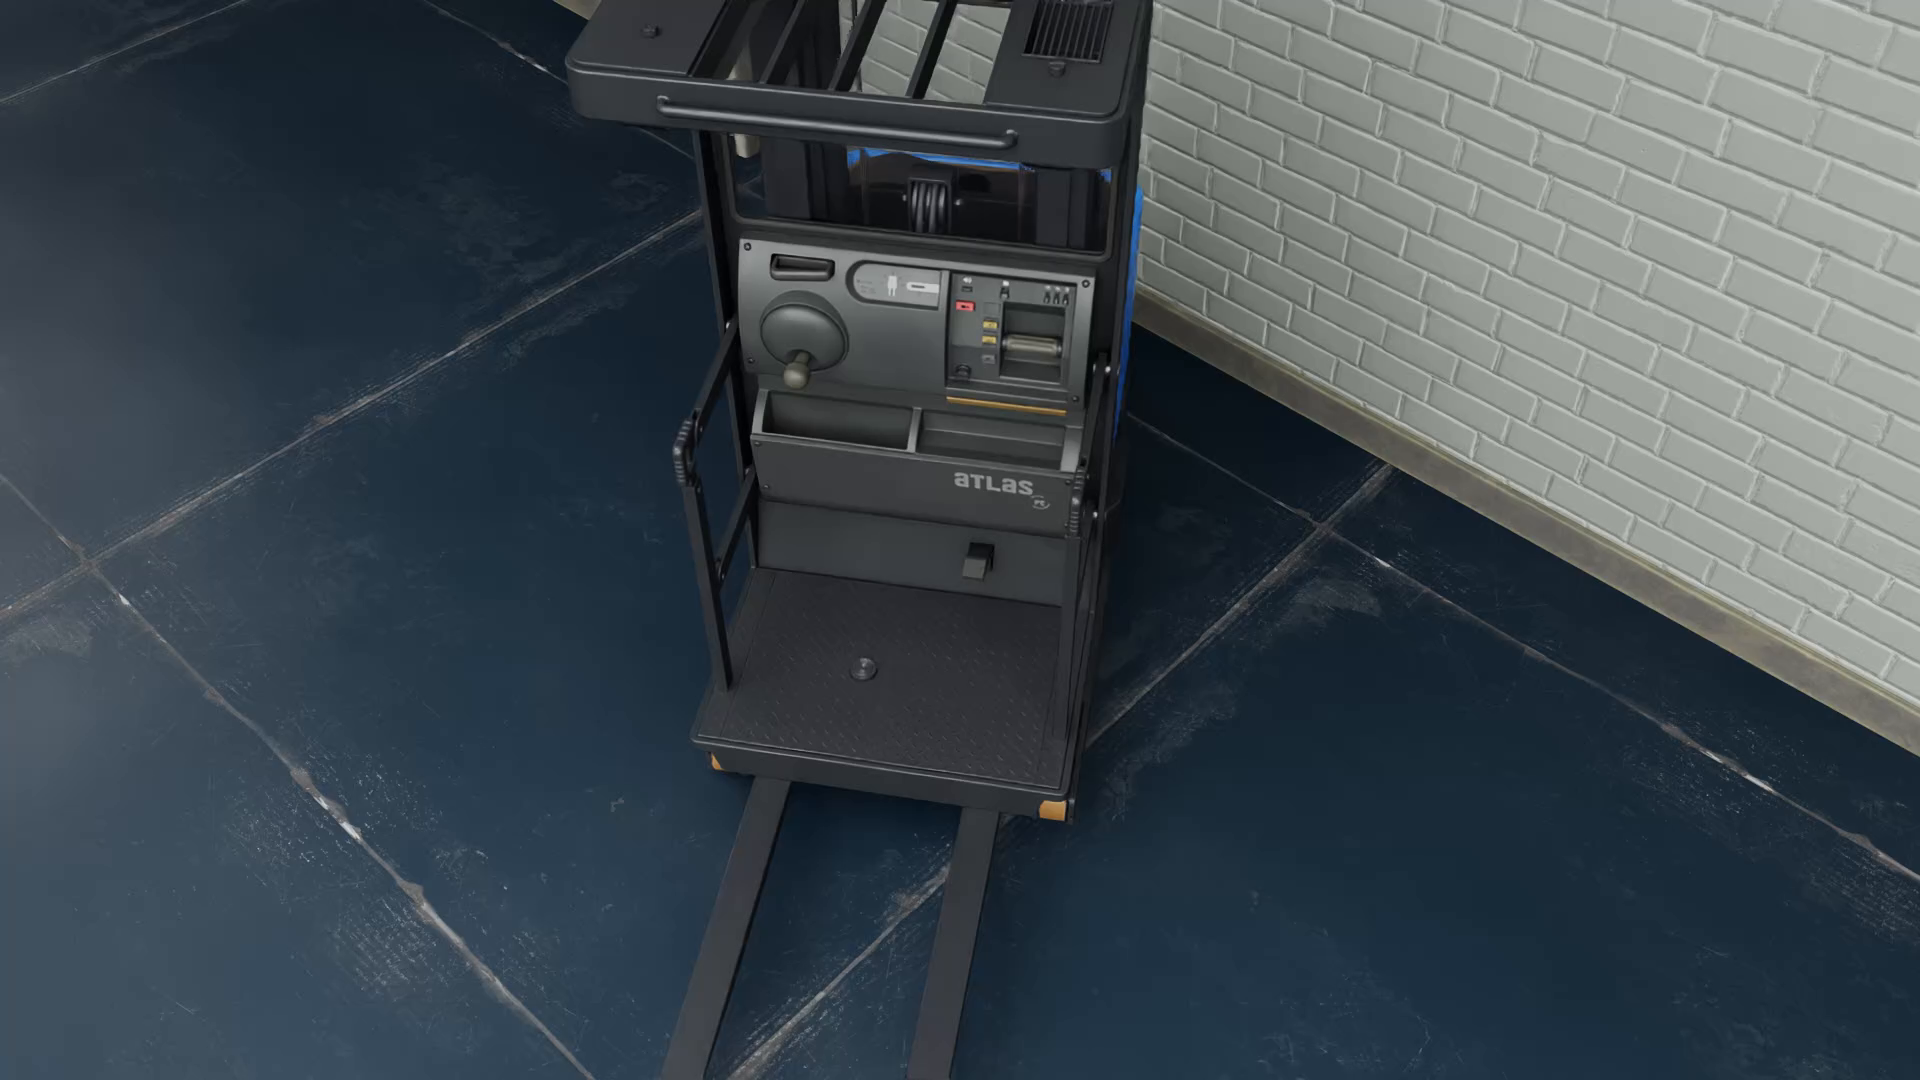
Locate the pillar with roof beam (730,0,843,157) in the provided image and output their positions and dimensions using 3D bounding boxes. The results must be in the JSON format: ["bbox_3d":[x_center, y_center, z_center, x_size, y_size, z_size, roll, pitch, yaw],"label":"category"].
[{"bbox_3d":[-3.652,-2.472,1.898,0.400,9.000,9.100,34,55,28],"label":"pillar with roof beam"}]

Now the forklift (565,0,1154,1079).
[{"bbox_3d":[-0.155,-0.462,4.173,1.130,2.935,3.031,7,47,7],"label":"forklift"}]
